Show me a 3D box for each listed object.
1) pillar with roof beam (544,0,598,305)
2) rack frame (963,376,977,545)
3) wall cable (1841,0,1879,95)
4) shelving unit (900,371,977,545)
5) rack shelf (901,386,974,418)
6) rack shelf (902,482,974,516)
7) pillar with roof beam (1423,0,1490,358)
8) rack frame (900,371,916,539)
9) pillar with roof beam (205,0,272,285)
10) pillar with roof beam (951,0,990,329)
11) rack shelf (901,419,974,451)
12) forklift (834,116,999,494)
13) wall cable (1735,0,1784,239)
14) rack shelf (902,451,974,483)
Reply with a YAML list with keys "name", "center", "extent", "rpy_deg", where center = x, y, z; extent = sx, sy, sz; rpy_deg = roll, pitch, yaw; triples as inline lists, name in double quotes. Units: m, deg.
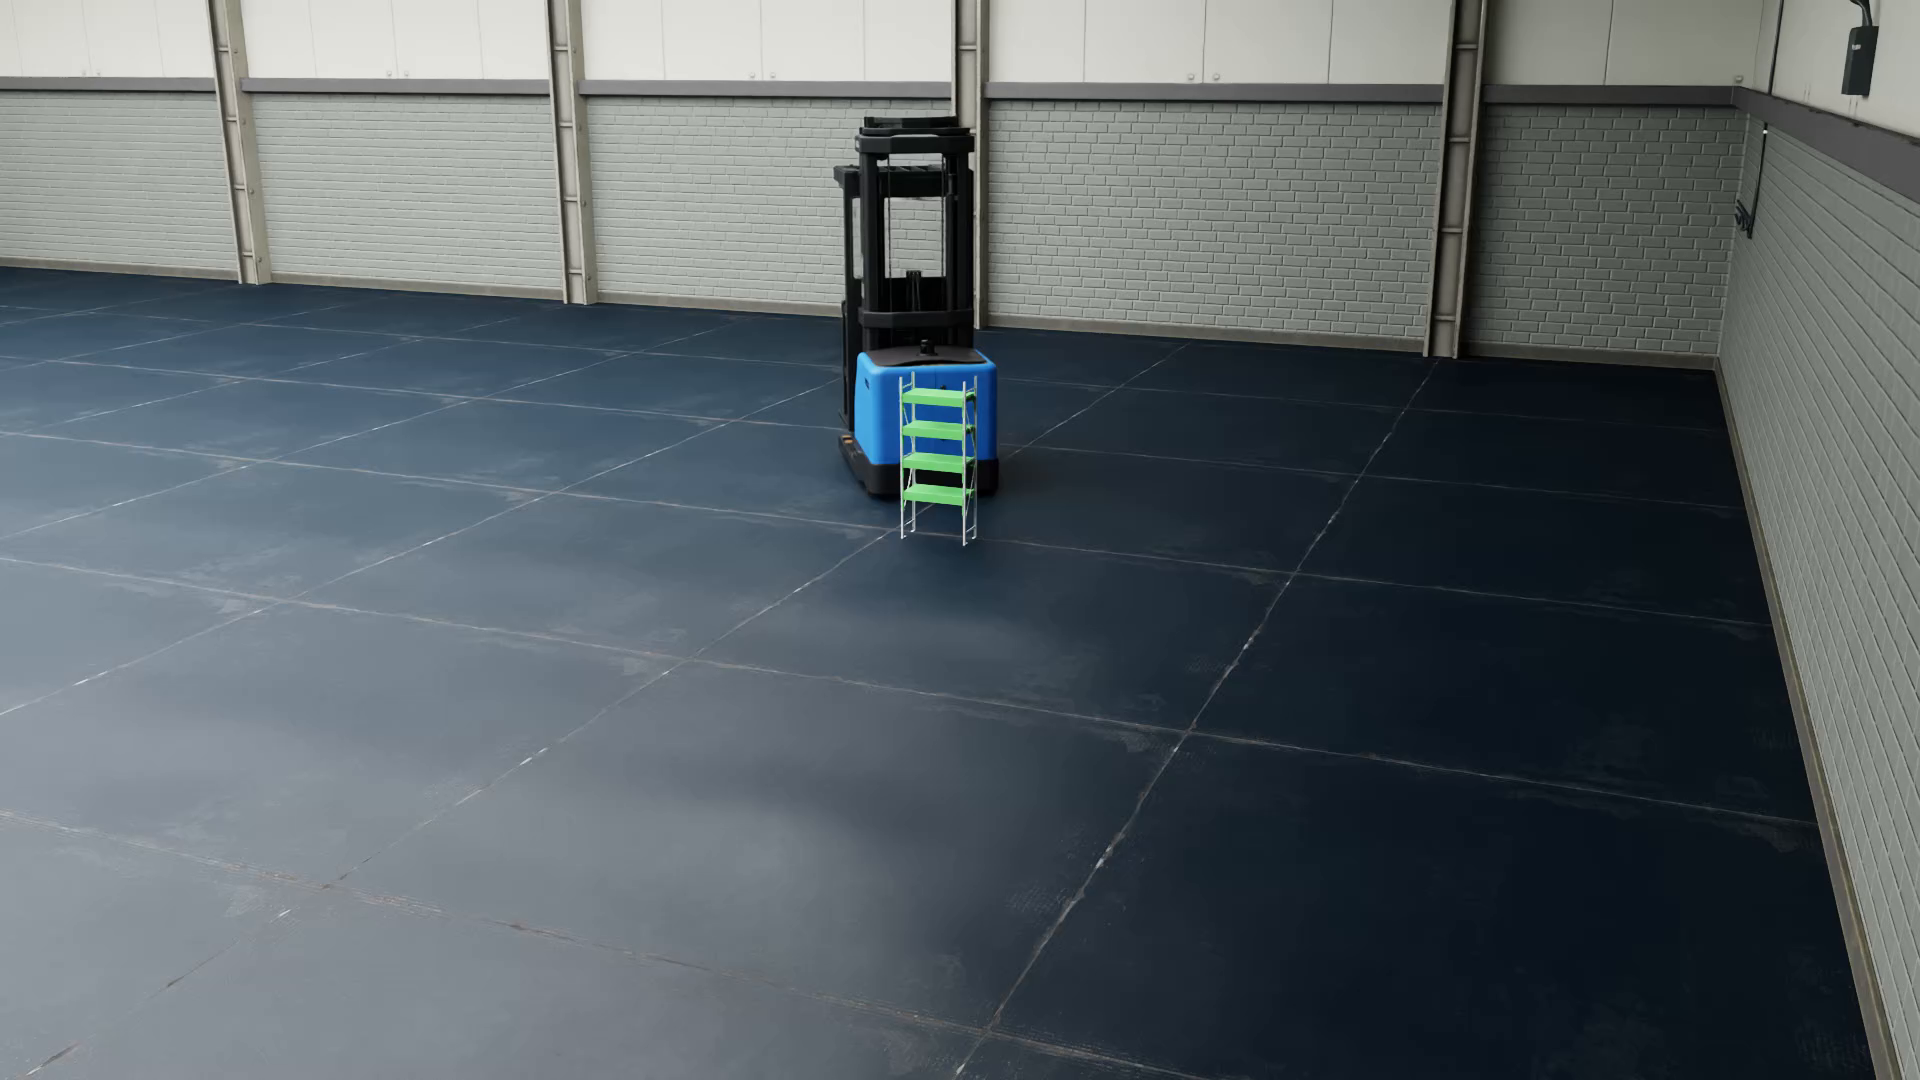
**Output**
- name: "pillar with roof beam"
  center: [-7.032, -6.622, 18.843]
  extent: [0.400, 9.000, 9.100]
  rpy_deg: [6, 17, 21]
- name: "rack frame"
  center: [0.073, -0.568, 11.979]
  extent: [0.015, 1.200, 0.240]
  rpy_deg: [6, 17, 21]
- name: "wall cable"
  center: [4.468, -5.039, 7.292]
  extent: [0.169, 6.003, 2.305]
  rpy_deg: [6, 17, 21]
- name: "shelving unit"
  center: [-0.154, -0.593, 12.065]
  extent: [0.503, 1.200, 0.258]
  rpy_deg: [6, 17, 21]
- name: "rack shelf"
  center: [-0.154, -0.993, 11.949]
  extent: [0.480, 0.148, 0.258]
  rpy_deg: [6, 17, 21]
- name: "rack shelf"
  center: [-0.154, -0.301, 12.149]
  extent: [0.480, 0.148, 0.258]
  rpy_deg: [6, 17, 21]
- name: "pillar with roof beam"
  center: [4.131, -5.394, 14.615]
  extent: [0.400, 9.000, 9.100]
  rpy_deg: [6, 17, 21]
- name: "rack frame"
  center: [-0.381, -0.618, 12.151]
  extent: [0.015, 1.200, 0.240]
  rpy_deg: [6, 17, 21]
- name: "pillar with roof beam"
  center: [-12.613, -7.236, 20.957]
  extent: [0.400, 9.000, 9.100]
  rpy_deg: [6, 17, 21]
- name: "pillar with roof beam"
  center: [-1.450, -6.008, 16.729]
  extent: [0.400, 9.000, 9.100]
  rpy_deg: [6, 17, 21]
- name: "rack shelf"
  center: [-0.154, -0.762, 12.016]
  extent: [0.480, 0.148, 0.258]
  rpy_deg: [6, 17, 21]
- name: "forklift"
  center: [-0.474, -2.136, 14.274]
  extent: [1.130, 2.935, 3.031]
  rpy_deg: [-3, 16, -11]
- name: "wall cable"
  center: [7.966, -4.375, 16.674]
  extent: [0.112, 2.526, 3.097]
  rpy_deg: [6, 17, 21]
- name: "rack shelf"
  center: [-0.154, -0.532, 12.083]
  extent: [0.480, 0.148, 0.258]
  rpy_deg: [6, 17, 21]
